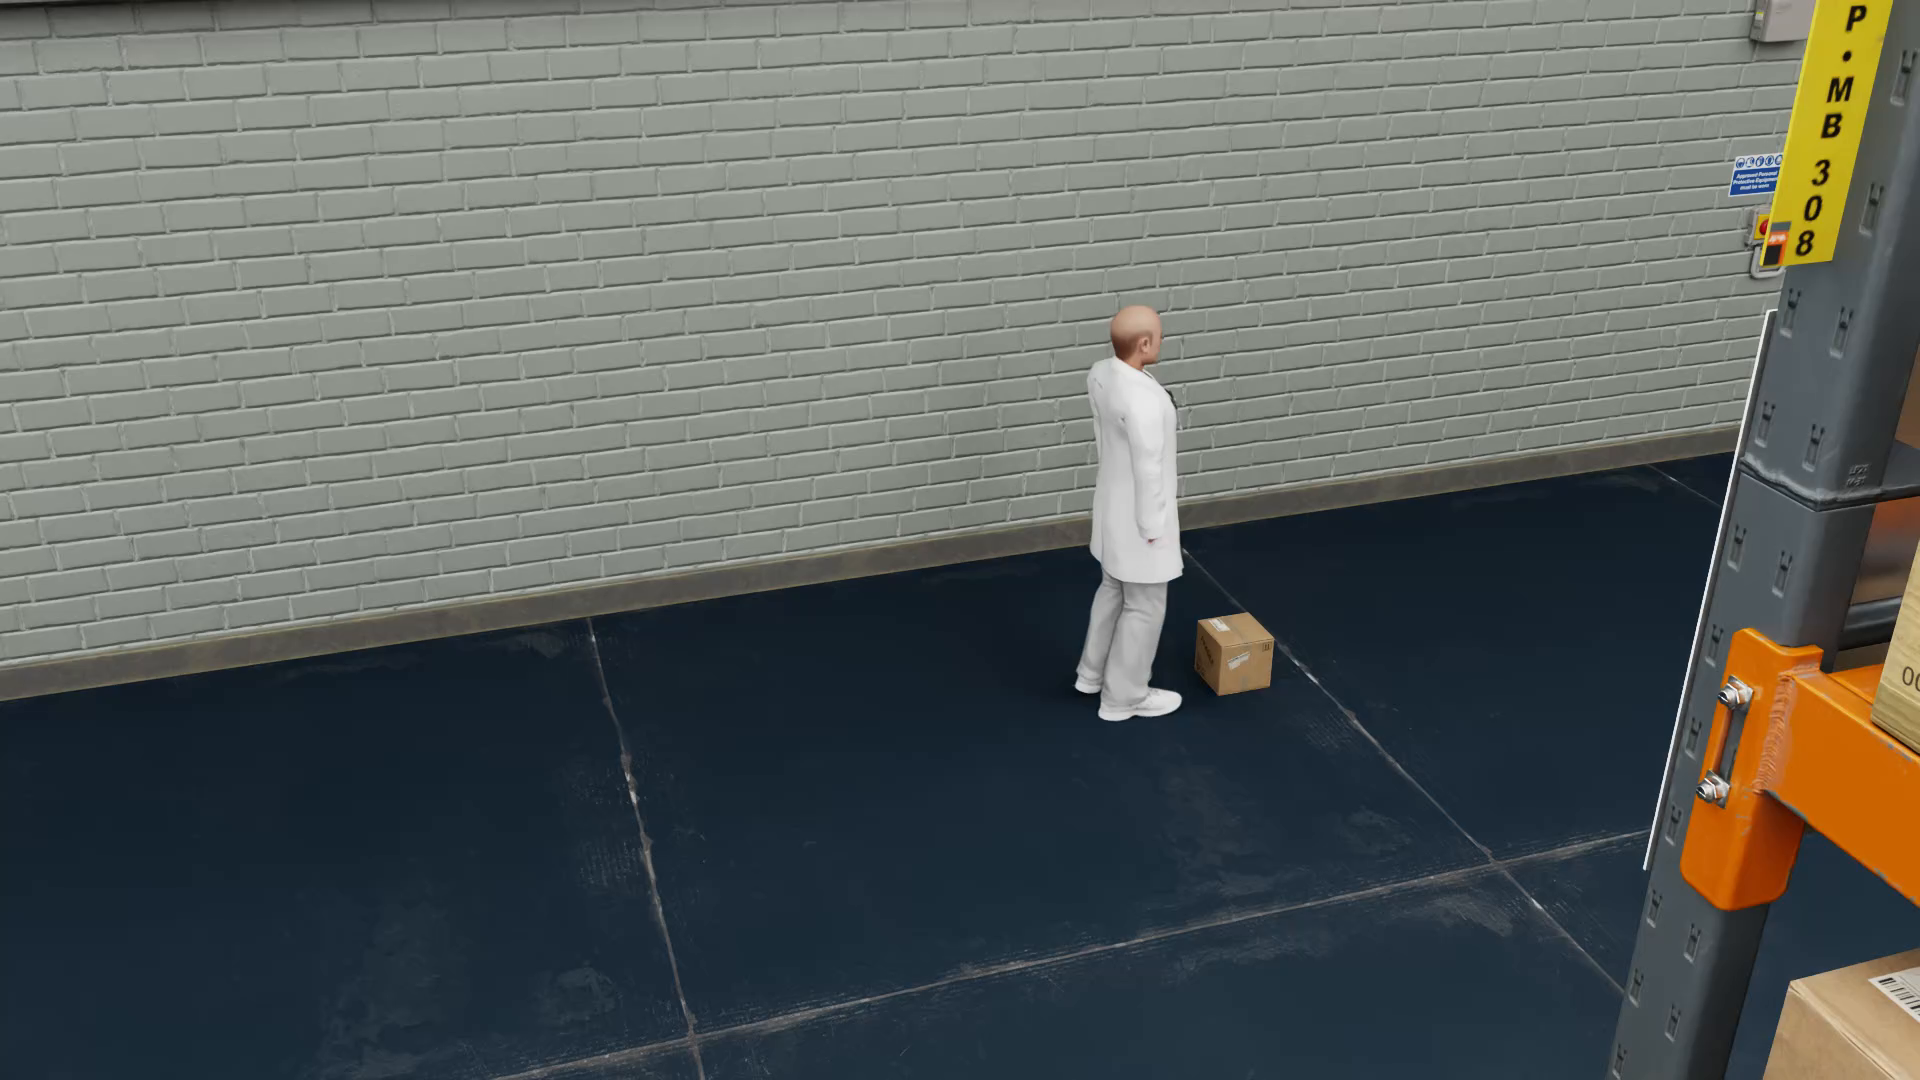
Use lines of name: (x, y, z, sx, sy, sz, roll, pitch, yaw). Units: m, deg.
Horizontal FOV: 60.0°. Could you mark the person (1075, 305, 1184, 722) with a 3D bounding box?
person: (0.720, -0.115, 6.878, 0.394, 1.782, 0.562, -7, 27, -15)
